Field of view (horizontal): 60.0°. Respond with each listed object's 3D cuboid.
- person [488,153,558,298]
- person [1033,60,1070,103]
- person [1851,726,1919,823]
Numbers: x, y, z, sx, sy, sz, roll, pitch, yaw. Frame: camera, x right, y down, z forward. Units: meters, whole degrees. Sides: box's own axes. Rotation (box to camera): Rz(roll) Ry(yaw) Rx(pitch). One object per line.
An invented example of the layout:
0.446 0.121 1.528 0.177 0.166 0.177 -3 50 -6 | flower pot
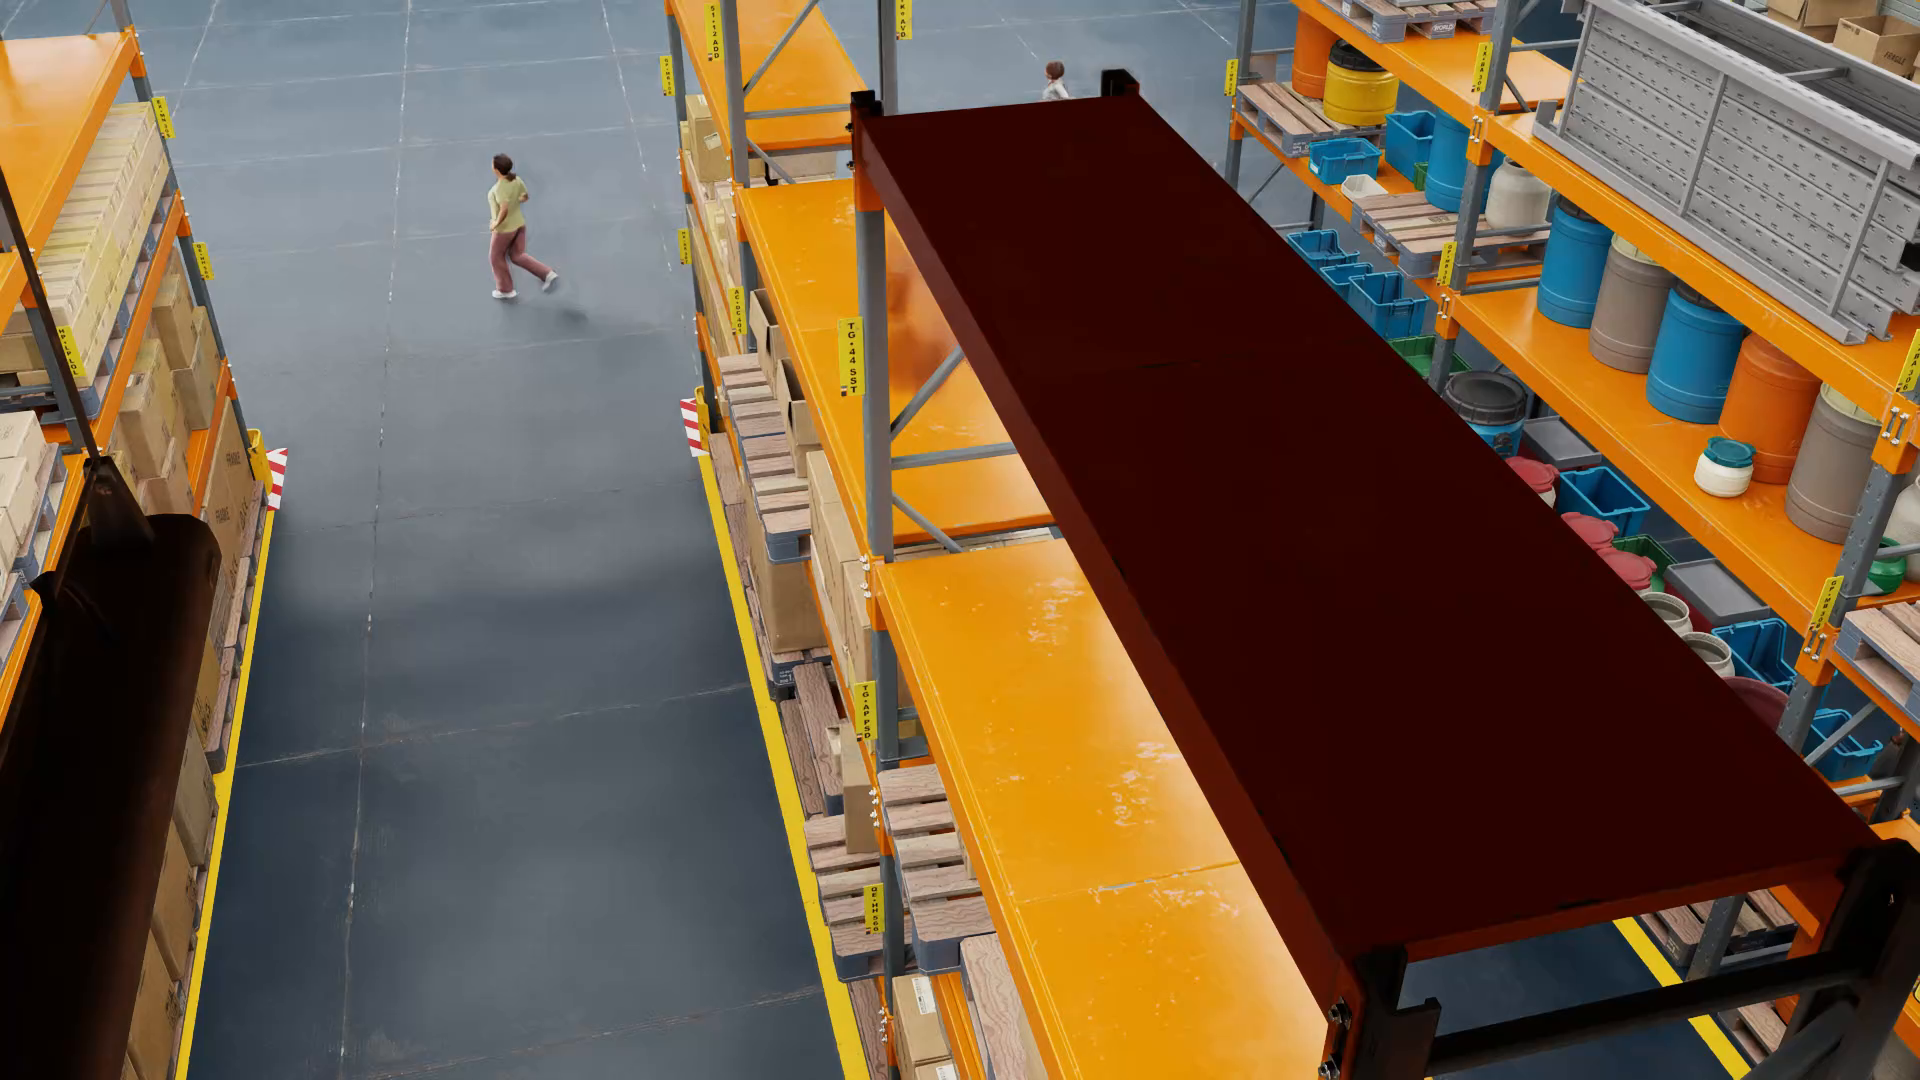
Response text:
-4.670 -3.235 17.377 0.866 1.664 0.587 14 37 19 | person
1.235 -4.978 19.976 0.809 1.589 0.525 1 34 1 | person
6.234 1.344 10.674 0.585 1.679 0.834 -11 36 -16 | person
